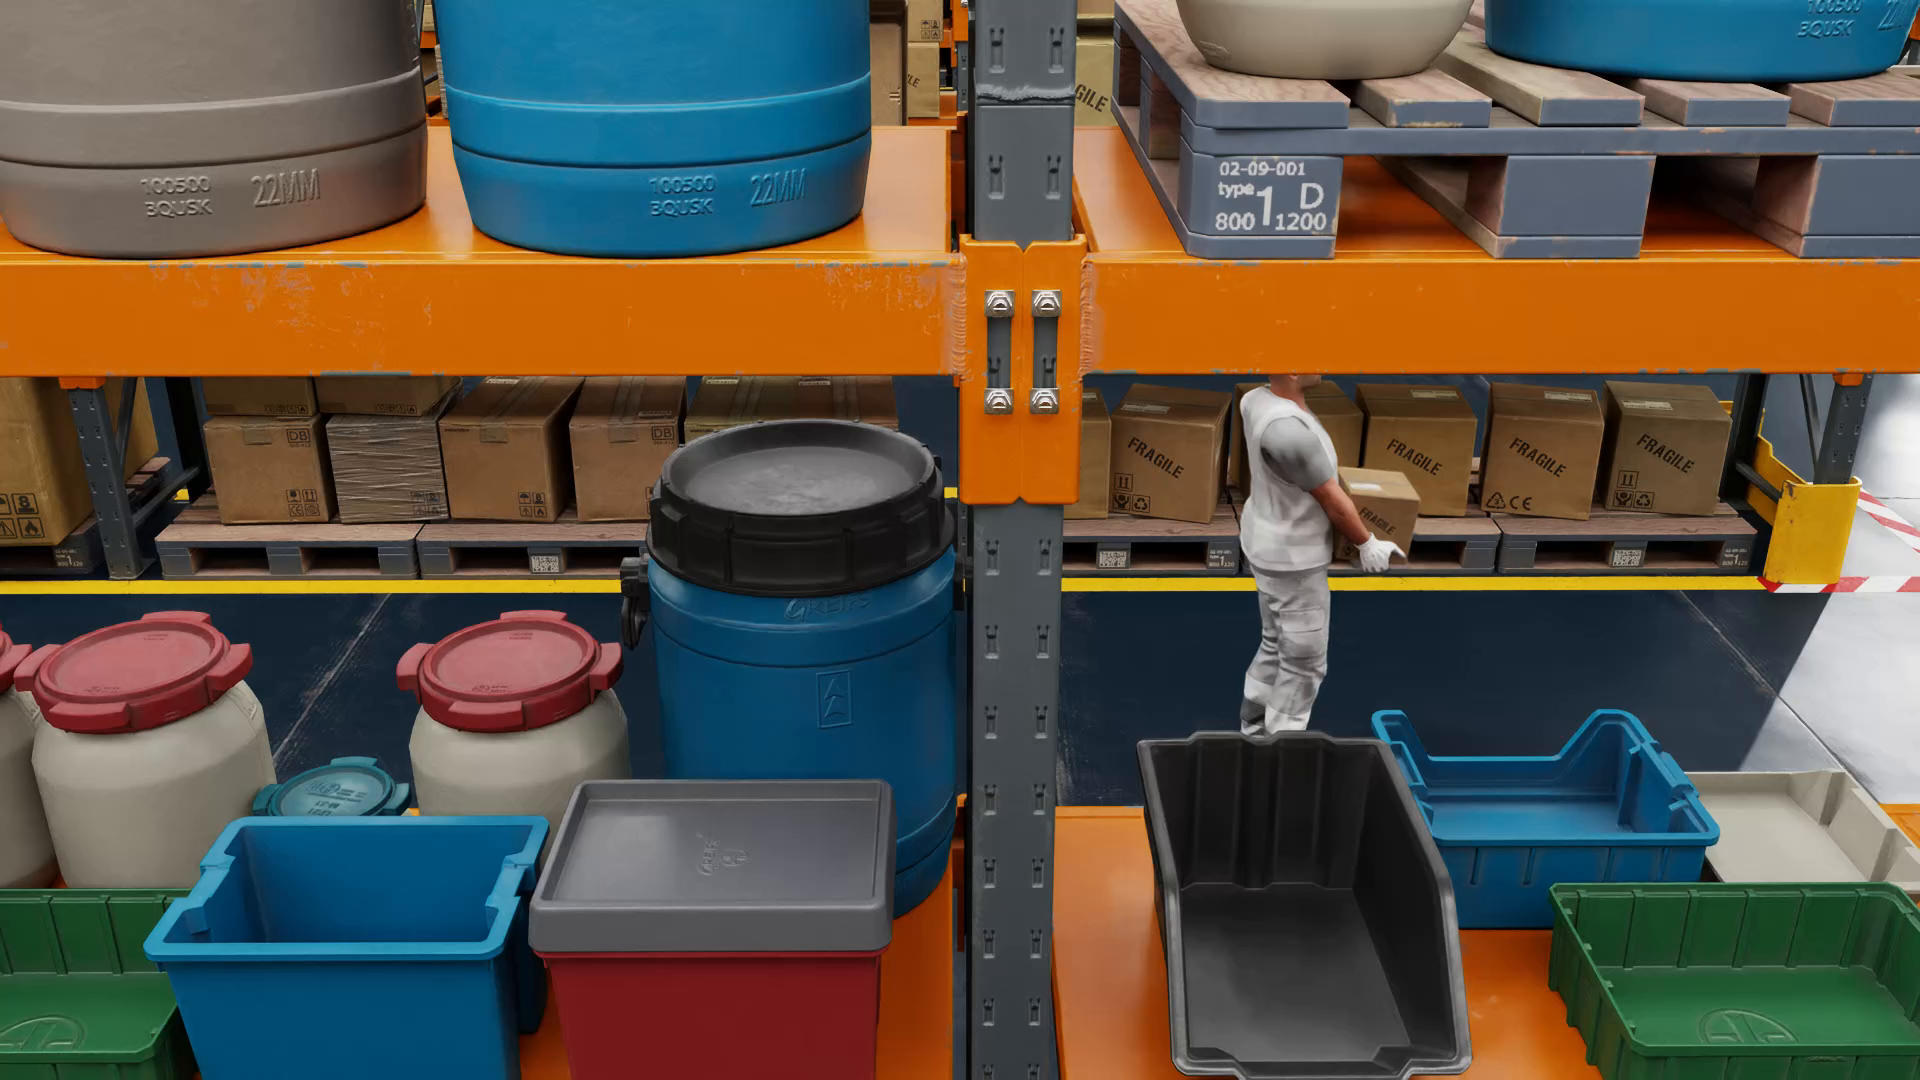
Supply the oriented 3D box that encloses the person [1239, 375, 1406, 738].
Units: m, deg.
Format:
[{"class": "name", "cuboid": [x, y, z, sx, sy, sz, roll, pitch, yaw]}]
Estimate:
[{"class": "person", "cuboid": [1.264, 0.062, 5.939, 0.563, 1.783, 0.494, 0, 24, 0]}]
